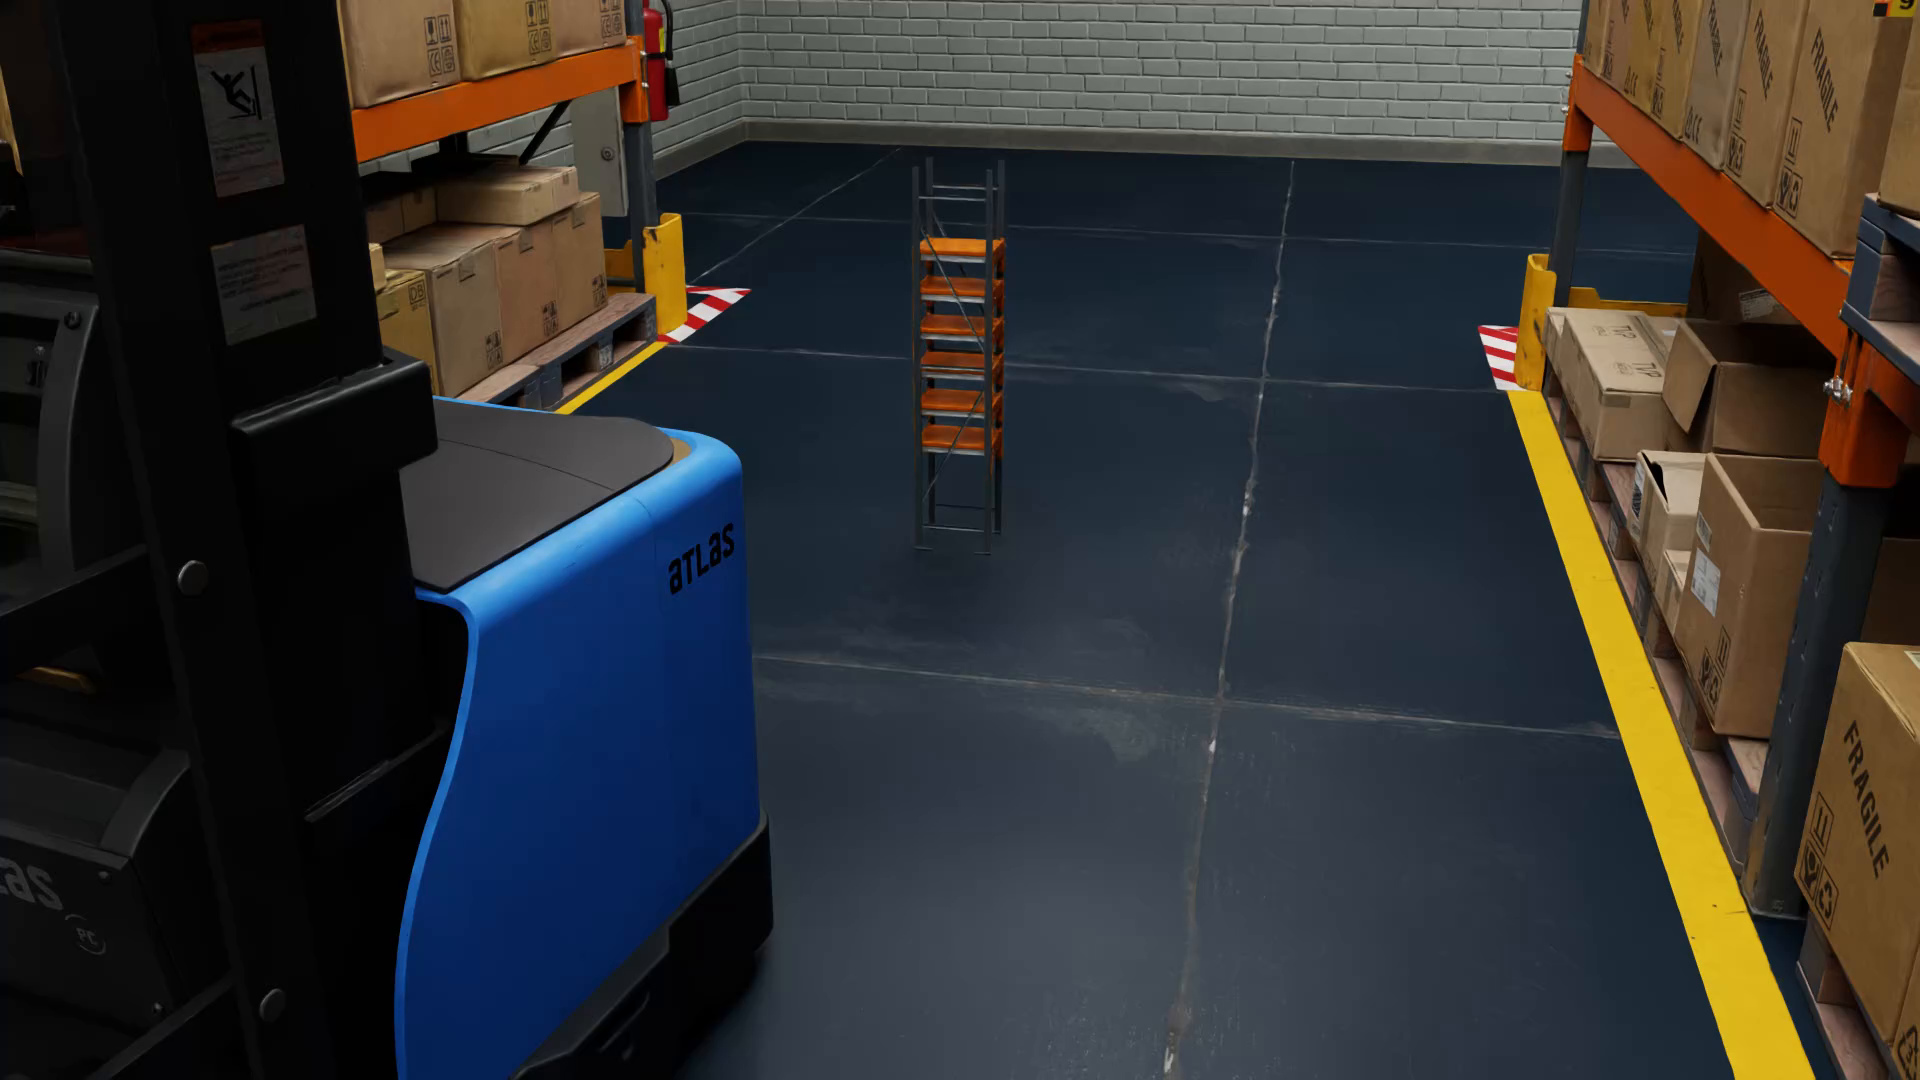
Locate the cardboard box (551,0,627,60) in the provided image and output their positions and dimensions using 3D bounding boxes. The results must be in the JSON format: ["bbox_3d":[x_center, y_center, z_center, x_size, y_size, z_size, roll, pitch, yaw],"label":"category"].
[{"bbox_3d":[-1.999,-2.387,6.864,0.980,0.700,0.700,5,23,13],"label":"cardboard box"}]

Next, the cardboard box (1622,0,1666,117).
[{"bbox_3d":[2.391,-1.591,5.154,0.500,0.500,0.500,4,22,11],"label":"cardboard box"}]

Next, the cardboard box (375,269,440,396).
[{"bbox_3d":[-2.255,-0.644,5.722,0.700,0.500,0.500,5,22,12],"label":"cardboard box"}]

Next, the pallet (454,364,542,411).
[{"bbox_3d":[-2.242,-0.398,6.060,1.003,0.211,1.213,4,22,11],"label":"pallet"}]

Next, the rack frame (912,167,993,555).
[{"bbox_3d":[-0.022,-0.518,5.033,0.240,1.200,0.006,4,22,11],"label":"rack frame"}]

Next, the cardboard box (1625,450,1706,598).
[{"bbox_3d":[2.121,-0.057,4.491,0.500,0.311,0.500,4,22,11],"label":"cardboard box"}]

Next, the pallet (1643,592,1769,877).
[{"bbox_3d":[2.270,0.446,3.963,1.003,0.211,1.213,4,22,11],"label":"pallet"}]

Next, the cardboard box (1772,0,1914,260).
[{"bbox_3d":[1.980,-0.845,3.302,0.500,0.500,0.500,5,22,12],"label":"cardboard box"}]

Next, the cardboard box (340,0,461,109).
[{"bbox_3d":[-2.301,-1.842,5.510,0.980,0.700,0.700,3,22,8],"label":"cardboard box"}]

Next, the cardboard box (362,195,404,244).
[{"bbox_3d":[-2.325,-1.199,6.230,0.380,0.149,0.250,5,22,12],"label":"cardboard box"}]

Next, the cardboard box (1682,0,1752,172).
[{"bbox_3d":[2.187,-1.221,4.237,0.500,0.500,0.500,5,22,12],"label":"cardboard box"}]

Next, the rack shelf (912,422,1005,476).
[{"bbox_3d":[-0.003,-0.287,5.223,0.258,0.103,0.180,4,22,11],"label":"rack shelf"}]

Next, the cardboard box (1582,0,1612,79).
[{"bbox_3d":[2.597,-1.963,6.079,0.500,0.500,0.500,5,22,12],"label":"cardboard box"}]

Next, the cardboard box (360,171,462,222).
[{"bbox_3d":[-2.222,-1.383,6.689,0.380,0.149,0.250,5,22,11],"label":"cardboard box"}]

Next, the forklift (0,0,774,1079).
[{"bbox_3d":[-1.405,-0.109,1.701,1.130,2.935,3.031,9,24,21],"label":"forklift"}]

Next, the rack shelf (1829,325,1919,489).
[{"bbox_3d":[1.721,0.469,1.137,1.077,0.370,4.000,4,22,11],"label":"rack shelf"}]

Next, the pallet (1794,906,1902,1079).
[{"bbox_3d":[2.000,0.998,2.593,1.003,0.211,1.213,4,22,11],"label":"pallet"}]

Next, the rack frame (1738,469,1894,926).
[{"bbox_3d":[2.129,-0.596,2.818,1.000,3.000,0.127,4,22,11],"label":"rack frame"}]

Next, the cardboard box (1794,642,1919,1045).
[{"bbox_3d":[1.792,0.518,2.810,0.500,0.500,0.500,3,22,8],"label":"cardboard box"}]

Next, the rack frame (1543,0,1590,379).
[{"bbox_3d":[2.945,-2.059,6.451,1.000,3.000,0.127,4,22,11],"label":"rack frame"}]

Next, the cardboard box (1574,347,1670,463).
[{"bbox_3d":[2.353,-0.445,5.534,0.500,0.250,0.500,4,22,11],"label":"cardboard box"}]

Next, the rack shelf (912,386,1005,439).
[{"bbox_3d":[-0.003,-0.399,5.178,0.258,0.103,0.180,4,22,11],"label":"rack shelf"}]

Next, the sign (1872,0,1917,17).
[{"bbox_3d":[1.597,-1.036,2.752,0.100,0.325,0.005,4,22,11],"label":"sign"}]

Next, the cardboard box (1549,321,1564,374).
[{"bbox_3d":[2.473,-0.730,6.355,0.380,0.166,0.250,4,22,11],"label":"cardboard box"}]

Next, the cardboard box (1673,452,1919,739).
[{"bbox_3d":[1.968,0.129,3.774,0.500,0.500,0.500,4,22,11],"label":"cardboard box"}]

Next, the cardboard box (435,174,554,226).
[{"bbox_3d":[-1.849,-1.353,6.614,0.380,0.149,0.250,5,22,12],"label":"cardboard box"}]

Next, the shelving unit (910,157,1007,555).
[{"bbox_3d":[-0.003,-0.551,5.116,0.258,1.200,0.189,4,22,11],"label":"shelving unit"}]

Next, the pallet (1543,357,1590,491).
[{"bbox_3d":[2.768,-0.446,6.178,1.003,0.211,1.213,4,22,11],"label":"pallet"}]

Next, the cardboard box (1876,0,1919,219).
[{"bbox_3d":[1.814,-0.681,2.333,0.700,0.500,0.500,-3,22,-7],"label":"cardboard box"}]

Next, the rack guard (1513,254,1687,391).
[{"bbox_3d":[2.930,-0.872,6.849,1.175,0.500,0.348,4,22,11],"label":"rack guard"}]

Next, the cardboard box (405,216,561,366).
[{"bbox_3d":[-2.052,-1.024,6.664,0.700,0.500,0.500,4,22,11],"label":"cardboard box"}]

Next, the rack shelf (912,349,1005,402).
[{"bbox_3d":[-0.003,-0.510,5.133,0.258,0.103,0.180,4,22,11],"label":"rack shelf"}]

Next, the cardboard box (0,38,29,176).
[{"bbox_3d":[-2.594,-1.309,4.186,0.980,0.700,0.700,5,22,12],"label":"cardboard box"}]
